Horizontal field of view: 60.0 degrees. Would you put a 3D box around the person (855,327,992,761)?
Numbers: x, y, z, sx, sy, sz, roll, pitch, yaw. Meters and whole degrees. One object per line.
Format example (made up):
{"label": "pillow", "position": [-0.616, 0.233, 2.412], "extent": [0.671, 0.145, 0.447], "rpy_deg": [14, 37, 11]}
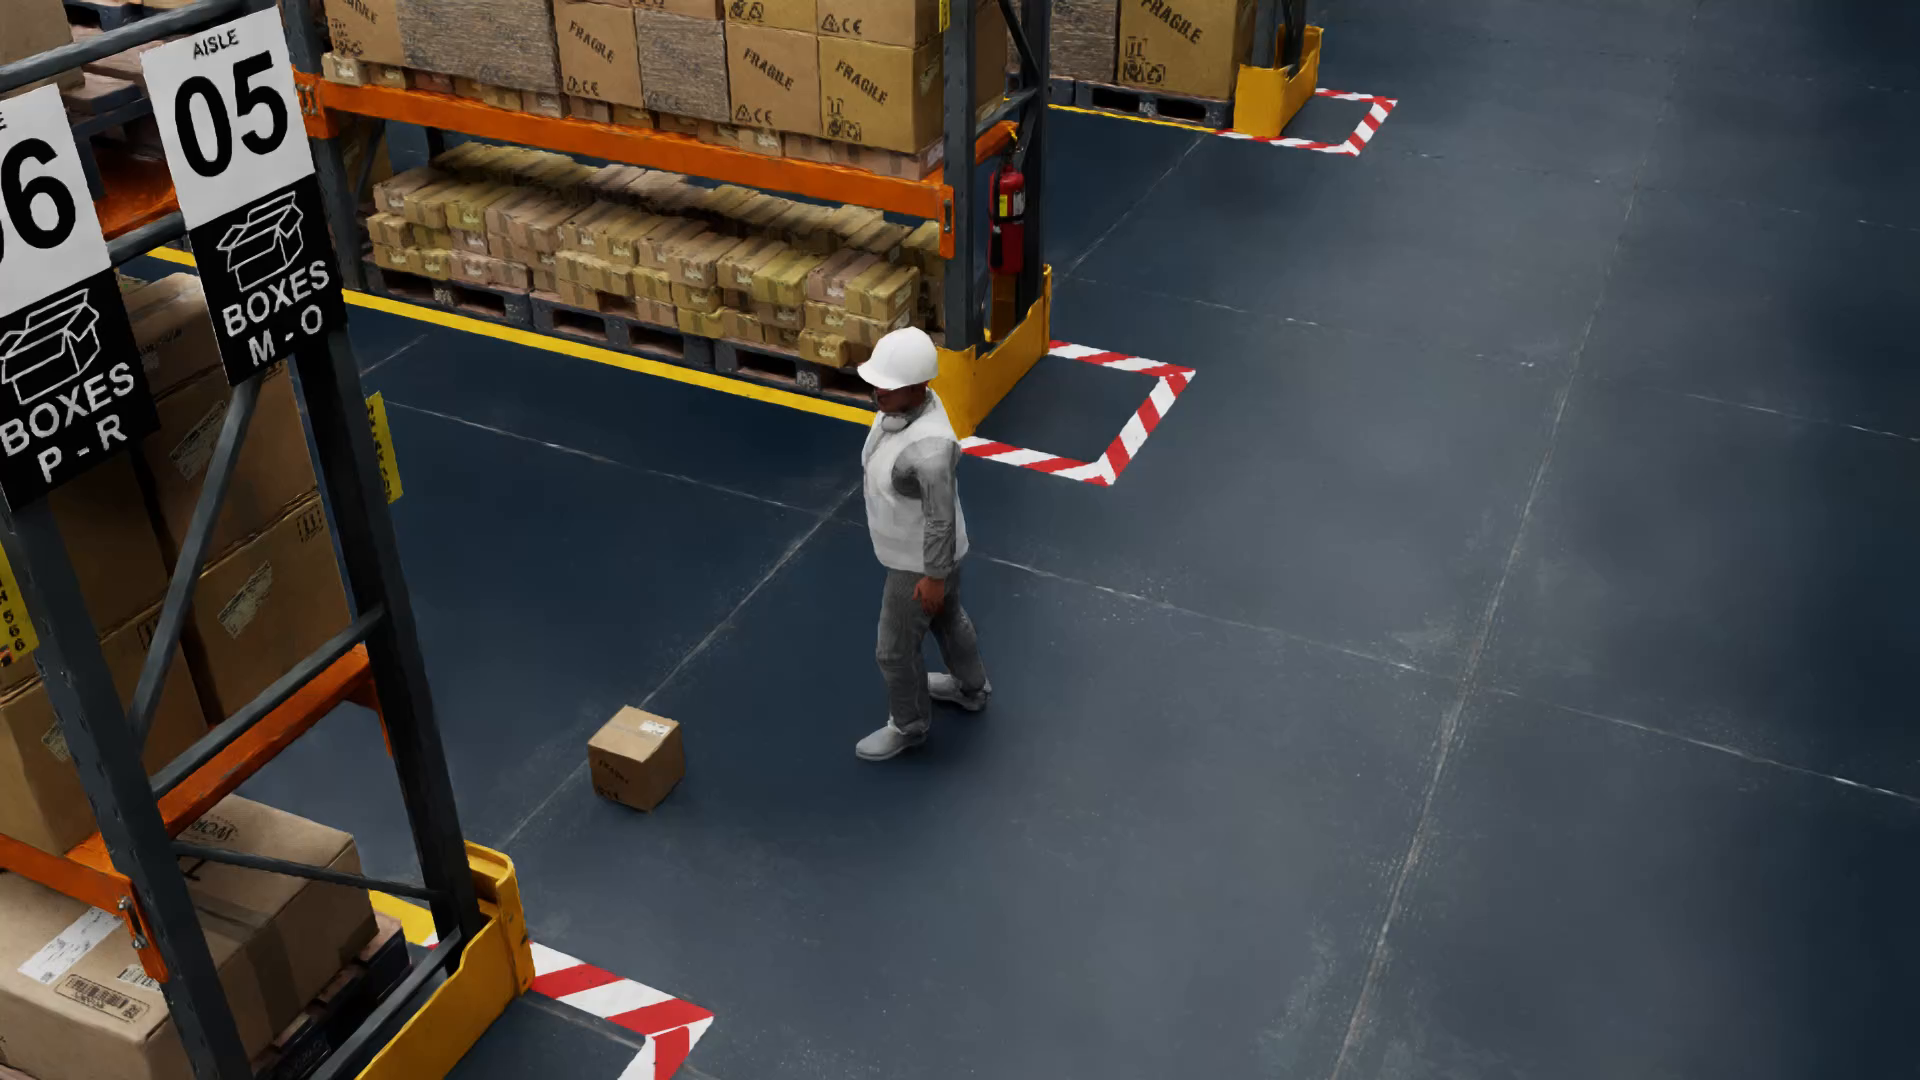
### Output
{"label": "person", "position": [-0.145, 0.009, 6.104], "extent": [0.565, 1.769, 0.554], "rpy_deg": [-5, 34, -7]}
